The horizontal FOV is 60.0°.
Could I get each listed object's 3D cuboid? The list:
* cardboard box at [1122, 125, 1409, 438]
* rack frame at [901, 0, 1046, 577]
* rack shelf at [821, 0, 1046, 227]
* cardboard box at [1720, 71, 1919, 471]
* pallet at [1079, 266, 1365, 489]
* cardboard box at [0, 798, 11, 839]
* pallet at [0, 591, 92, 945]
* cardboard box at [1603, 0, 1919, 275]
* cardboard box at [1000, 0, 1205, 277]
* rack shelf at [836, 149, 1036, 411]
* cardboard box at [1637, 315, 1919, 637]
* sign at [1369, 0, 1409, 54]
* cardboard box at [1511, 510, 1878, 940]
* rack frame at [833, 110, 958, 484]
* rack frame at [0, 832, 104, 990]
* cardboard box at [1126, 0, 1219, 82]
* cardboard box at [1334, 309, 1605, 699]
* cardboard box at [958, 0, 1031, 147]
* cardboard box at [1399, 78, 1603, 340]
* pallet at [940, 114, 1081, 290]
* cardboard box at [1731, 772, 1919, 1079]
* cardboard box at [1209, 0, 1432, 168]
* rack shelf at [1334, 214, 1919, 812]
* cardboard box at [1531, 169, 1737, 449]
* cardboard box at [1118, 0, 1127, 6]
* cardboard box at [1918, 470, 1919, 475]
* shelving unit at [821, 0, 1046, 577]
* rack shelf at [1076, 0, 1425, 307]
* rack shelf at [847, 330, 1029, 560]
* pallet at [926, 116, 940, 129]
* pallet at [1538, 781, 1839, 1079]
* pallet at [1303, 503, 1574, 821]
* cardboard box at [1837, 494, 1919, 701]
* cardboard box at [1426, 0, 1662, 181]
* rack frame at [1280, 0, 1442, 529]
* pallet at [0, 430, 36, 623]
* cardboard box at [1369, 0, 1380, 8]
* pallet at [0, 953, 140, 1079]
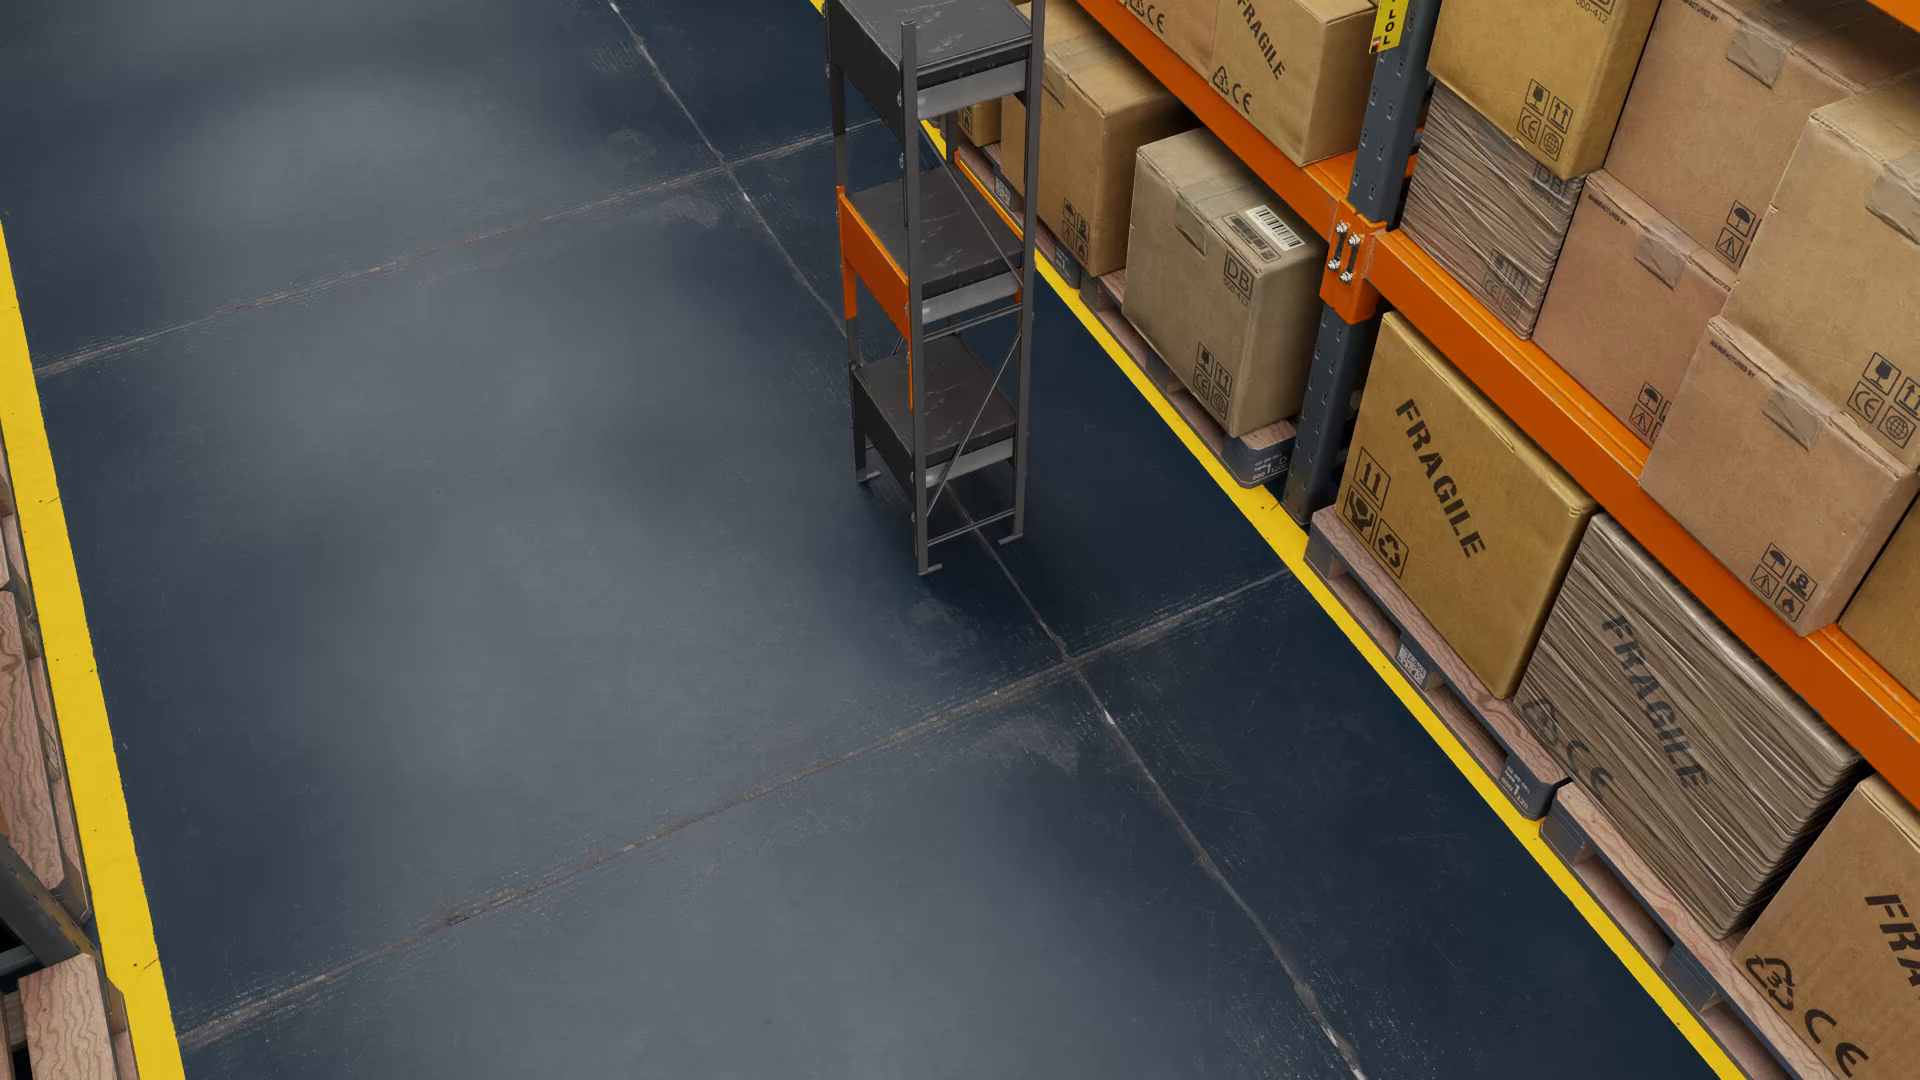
[{"bbox_3d":[1.236,-1.024,5.868,1.050,0.750,0.750,-21,52,-18],"label":"cardboard box"},{"bbox_3d":[0.036,-0.639,4.914,0.400,2.100,0.015,-21,52,-18],"label":"rack frame"},{"bbox_3d":[-0.076,-1.254,4.540,0.431,0.518,0.480,-21,52,-18],"label":"rack shelf"},{"bbox_3d":[2.218,-0.651,3.509,0.875,0.550,0.550,-21,52,-18],"label":"cardboard box"},{"bbox_3d":[1.180,-0.814,6.322,1.003,0.211,1.213,-21,52,-18],"label":"pallet"},{"bbox_3d":[-3.119,0.659,4.549,0.700,0.500,0.500,-25,53,-20],"label":"cardboard box"},{"bbox_3d":[-3.214,0.797,4.913,1.003,0.211,1.213,-21,52,-18],"label":"pallet"},{"bbox_3d":[2.093,-1.059,3.867,0.875,0.550,0.550,-21,52,-18],"label":"cardboard box"},{"bbox_3d":[0.798,-1.670,6.434,1.050,0.750,0.750,-21,52,-18],"label":"cardboard box"},{"bbox_3d":[-0.076,-0.793,5.067,0.431,0.518,0.480,-21,52,-18],"label":"rack shelf"},{"bbox_3d":[2.193,-0.286,3.907,0.875,0.550,0.550,-21,52,-18],"label":"cardboard box"},{"bbox_3d":[1.122,-1.403,4.268,0.100,0.325,0.005,-21,52,-18],"label":"sign"},{"bbox_3d":[2.241,0.367,4.569,0.875,0.875,0.875,-21,52,-17],"label":"cardboard box"},{"bbox_3d":[-0.187,-0.965,5.199,0.400,2.100,0.015,-21,52,-18],"label":"rack frame"},{"bbox_3d":[-2.857,0.399,3.408,1.000,3.000,0.127,-21,52,-18],"label":"rack frame"},{"bbox_3d":[0.892,-1.870,5.326,0.500,0.500,0.500,-22,52,-18],"label":"cardboard box"},{"bbox_3d":[1.825,-0.235,5.095,0.875,0.875,0.875,-20,52,-17],"label":"cardboard box"},{"bbox_3d":[0.371,-2.294,6.979,1.050,0.750,0.750,-20,52,-17],"label":"cardboard box"},{"bbox_3d":[1.779,-1.048,4.574,0.875,0.550,0.550,-21,52,-18],"label":"cardboard box"},{"bbox_3d":[0.617,-1.631,7.037,1.003,0.211,1.213,-21,52,-18],"label":"pallet"},{"bbox_3d":[2.657,0.978,4.035,0.875,0.875,0.875,-22,52,-18],"label":"cardboard box"},{"bbox_3d":[1.123,-1.532,5.030,0.500,0.500,0.500,-21,52,-18],"label":"cardboard box"},{"bbox_3d":[2.515,0.334,3.943,1.077,0.370,4.000,-21,52,-18],"label":"rack shelf"},{"bbox_3d":[2.051,-0.688,4.259,0.875,0.550,0.550,-21,52,-18],"label":"cardboard box"},{"bbox_3d":[0.661,-2.208,5.622,0.500,0.500,0.500,-21,52,-17],"label":"cardboard box"},{"bbox_3d":[2.467,-0.299,3.201,0.875,0.550,0.500,-21,52,-18],"label":"cardboard box"},{"bbox_3d":[-0.076,-0.802,5.057,0.431,2.100,0.503,-21,52,-18],"label":"shelving unit"},{"bbox_3d":[0.685,-2.343,6.285,1.077,0.370,4.000,-21,52,-18],"label":"rack shelf"},{"bbox_3d":[-0.076,-0.332,5.594,0.431,0.518,0.480,-21,52,-18],"label":"rack shelf"},{"bbox_3d":[0.063,-2.447,7.750,1.003,0.211,1.213,-21,52,-18],"label":"pallet"},{"bbox_3d":[2.440,1.030,4.709,1.003,0.211,1.213,-21,52,-18],"label":"pallet"},{"bbox_3d":[1.878,0.212,5.424,1.003,0.211,1.213,-21,52,-18],"label":"pallet"},{"bbox_3d":[2.525,0.034,3.627,0.875,0.550,0.500,-21,52,-18],"label":"cardboard box"},{"bbox_3d":[1.738,-1.388,4.154,0.875,0.550,0.550,-21,52,-18],"label":"cardboard box"},{"bbox_3d":[1.600,-1.241,4.843,1.000,3.000,0.127,-21,52,-18],"label":"rack frame"},{"bbox_3d":[-3.777,-0.021,5.628,1.003,0.211,1.213,-21,52,-18],"label":"pallet"},{"bbox_3d":[1.367,-1.934,4.718,0.700,0.500,0.500,-22,52,-18],"label":"cardboard box"},{"bbox_3d":[-2.518,1.755,4.075,1.003,0.211,1.213,-21,52,-18],"label":"pallet"}]
